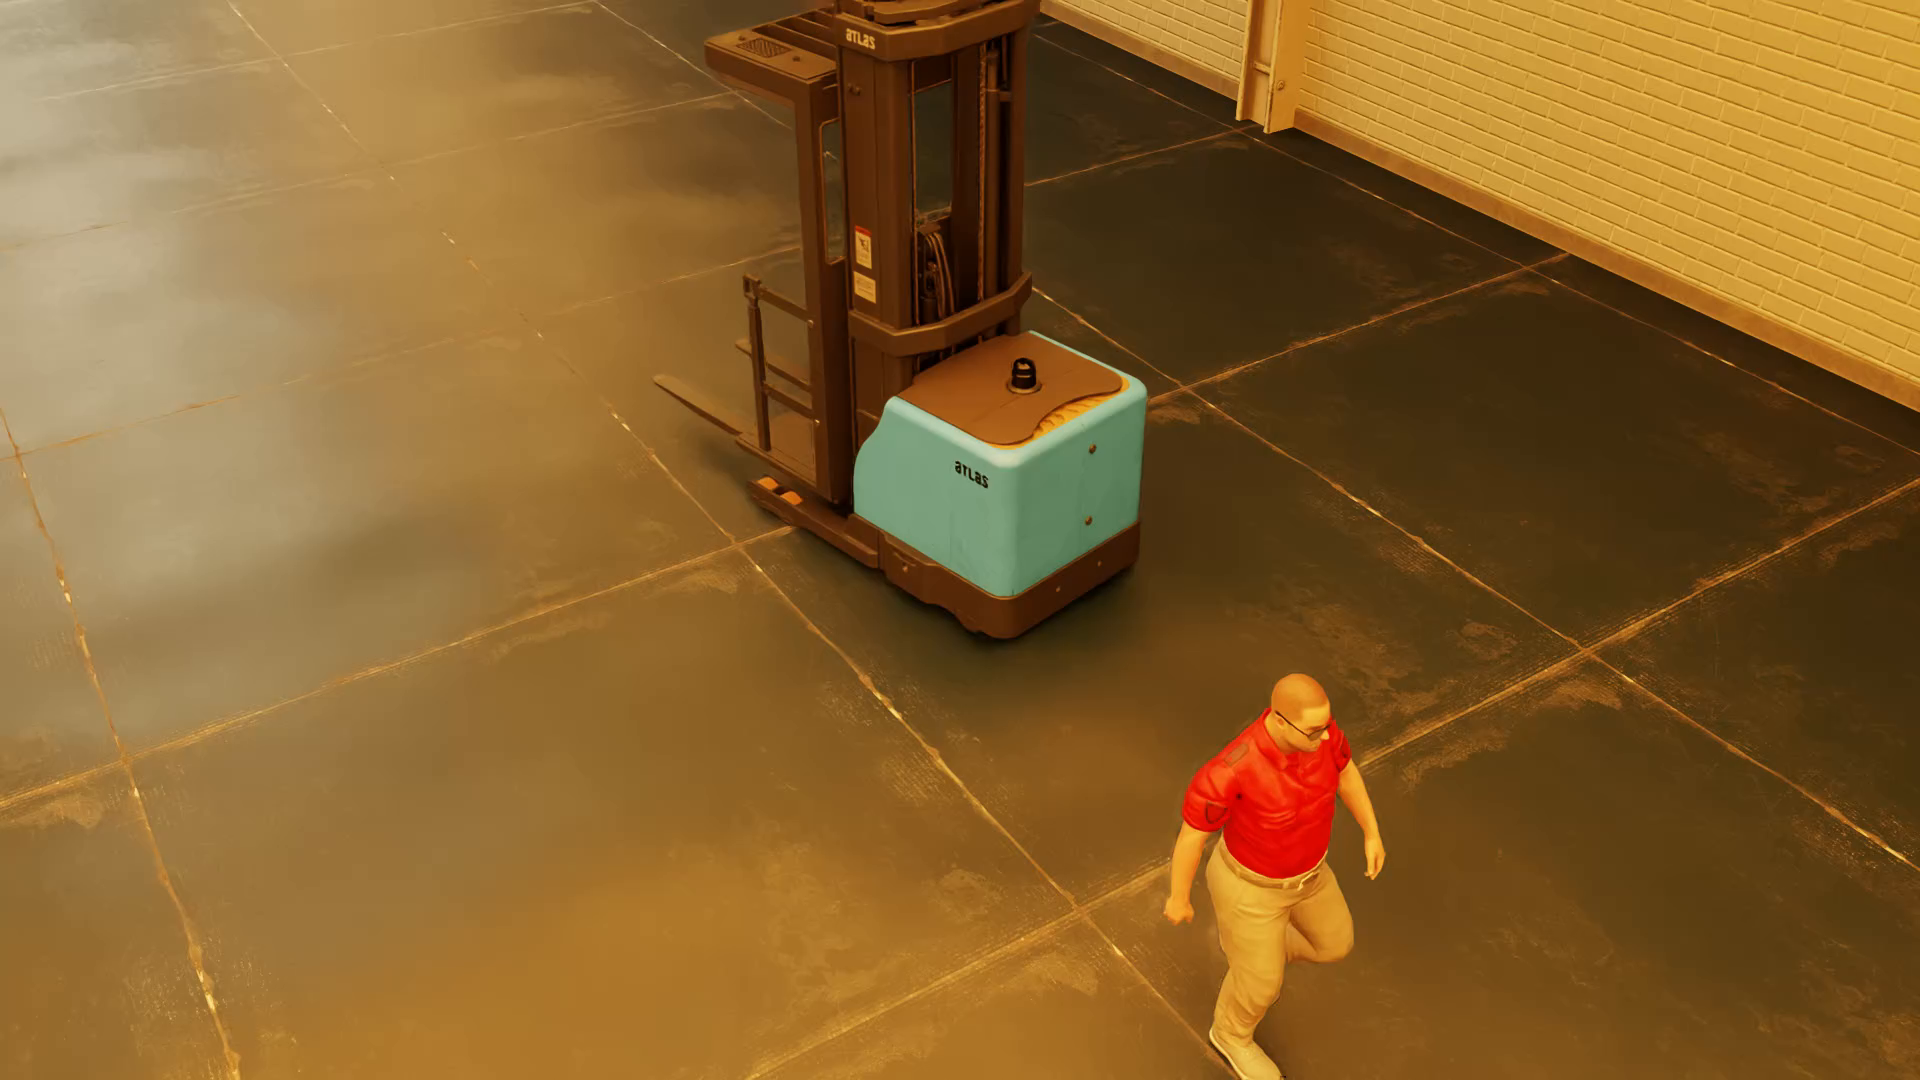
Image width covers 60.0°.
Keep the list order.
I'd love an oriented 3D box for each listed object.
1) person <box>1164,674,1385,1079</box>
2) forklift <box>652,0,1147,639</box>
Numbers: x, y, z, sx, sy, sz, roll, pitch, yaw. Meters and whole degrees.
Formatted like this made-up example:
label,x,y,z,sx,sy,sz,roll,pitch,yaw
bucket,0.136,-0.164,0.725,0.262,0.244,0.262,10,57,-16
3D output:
label,x,y,z,sx,sy,sz,roll,pitch,yaw
person,1.047,1.115,5.628,0.735,1.708,0.507,-26,42,-32
forklift,-0.487,-1.474,8.246,1.130,2.935,3.031,-30,45,-35
